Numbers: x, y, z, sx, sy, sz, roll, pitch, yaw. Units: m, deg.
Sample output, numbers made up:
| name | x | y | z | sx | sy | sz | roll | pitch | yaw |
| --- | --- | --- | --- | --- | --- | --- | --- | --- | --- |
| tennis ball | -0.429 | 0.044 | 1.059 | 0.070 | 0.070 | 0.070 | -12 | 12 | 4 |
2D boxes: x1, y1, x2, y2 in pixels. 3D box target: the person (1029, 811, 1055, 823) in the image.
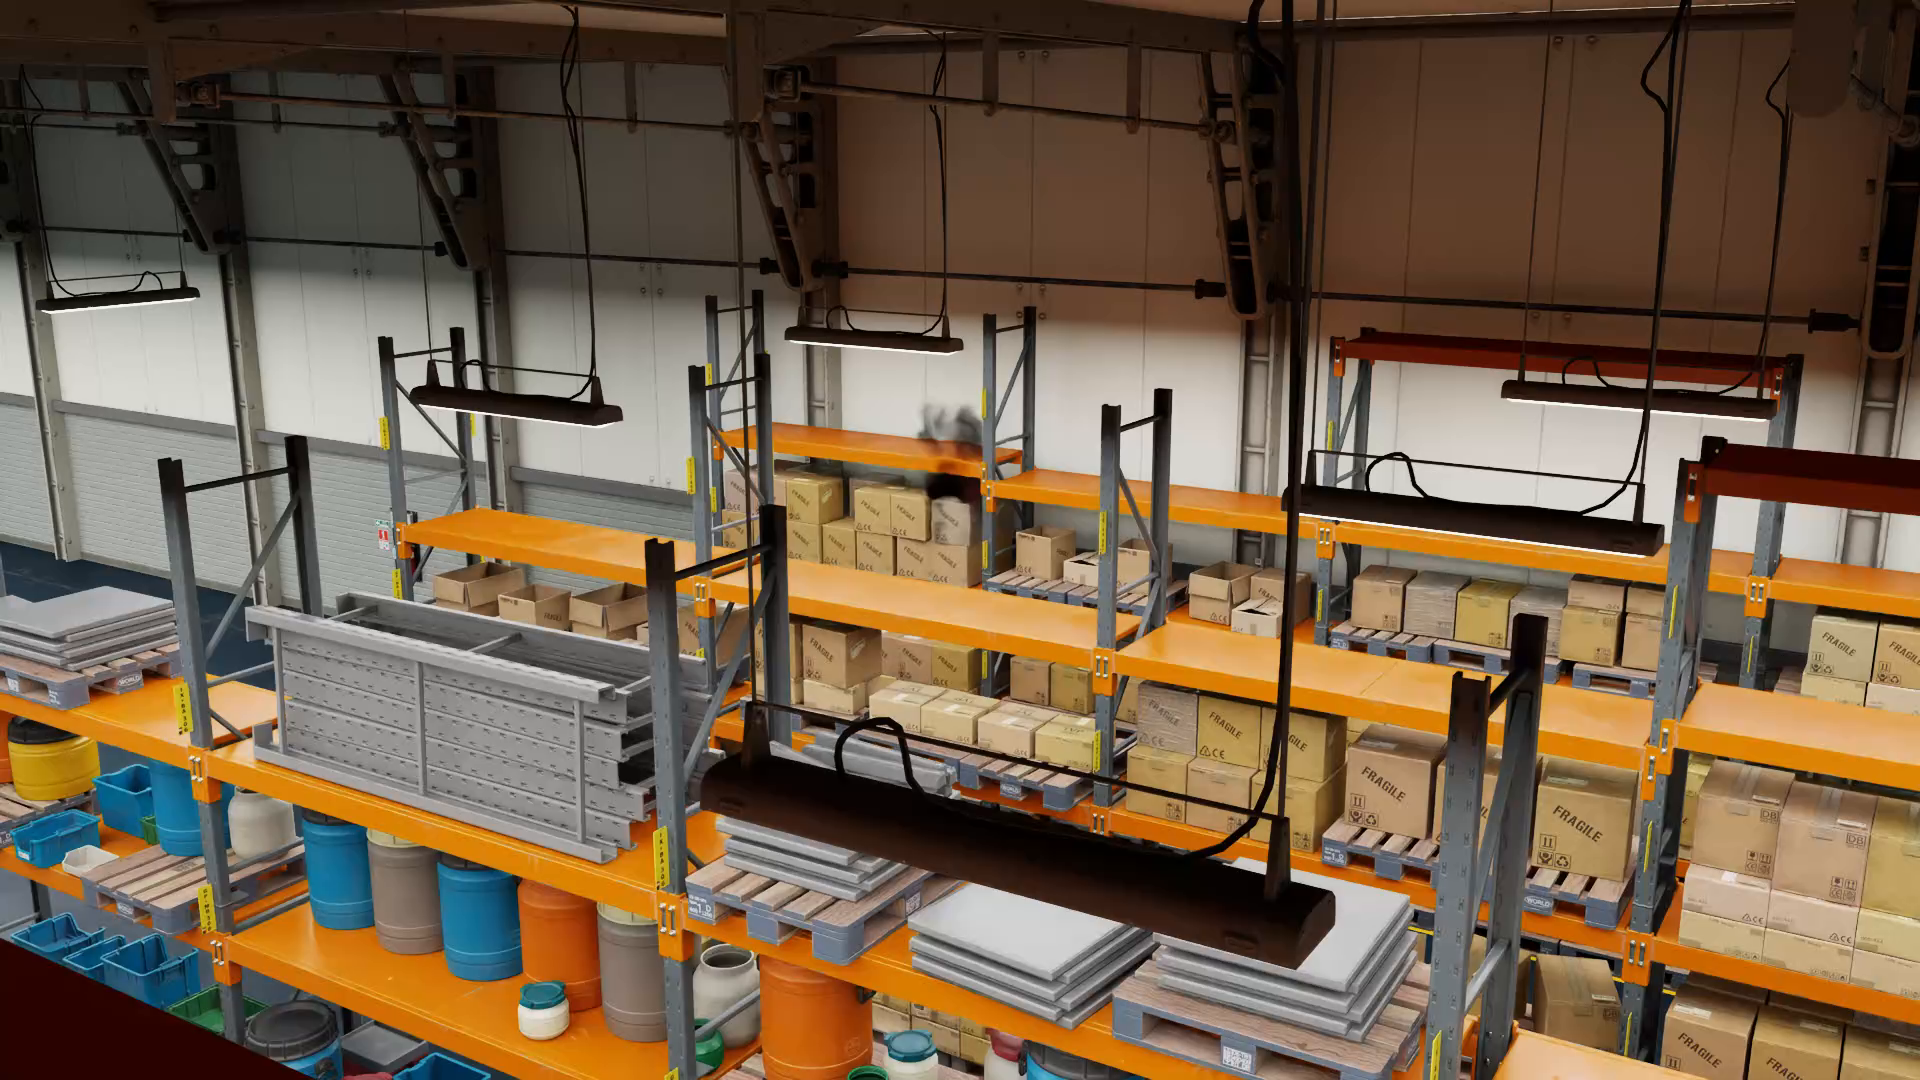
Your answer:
| name | x | y | z | sx | sy | sz | roll | pitch | yaw |
| --- | --- | --- | --- | --- | --- | --- | --- | --- | --- |
| person | 0.774 | 3.325 | 16.313 | 0.924 | 1.645 | 0.570 | 7 | 15 | 25 |
